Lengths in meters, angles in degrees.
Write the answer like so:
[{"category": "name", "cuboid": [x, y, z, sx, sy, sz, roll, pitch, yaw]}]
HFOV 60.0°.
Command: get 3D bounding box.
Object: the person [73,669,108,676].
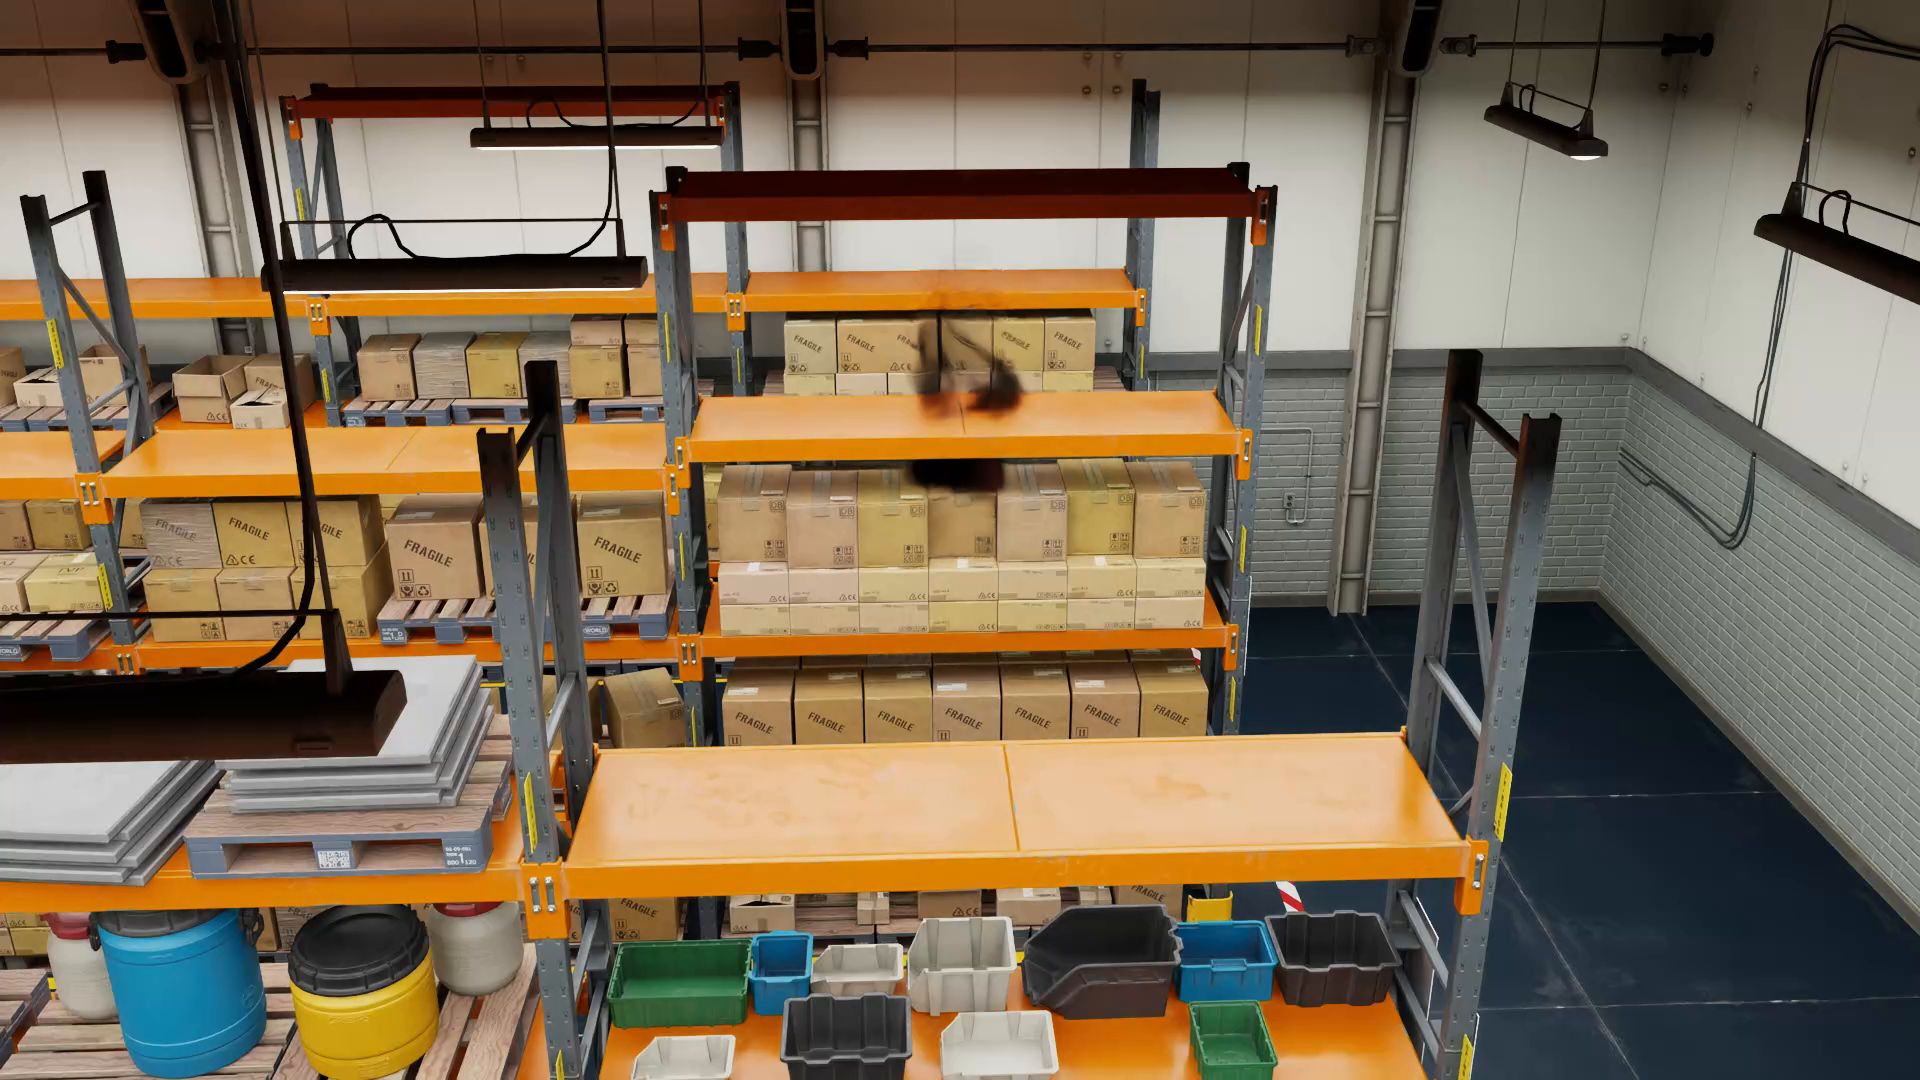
[{"category": "person", "cuboid": [-7.931, 1.538, 15.260, 0.576, 1.561, 0.534, -6, 23, -15]}]
